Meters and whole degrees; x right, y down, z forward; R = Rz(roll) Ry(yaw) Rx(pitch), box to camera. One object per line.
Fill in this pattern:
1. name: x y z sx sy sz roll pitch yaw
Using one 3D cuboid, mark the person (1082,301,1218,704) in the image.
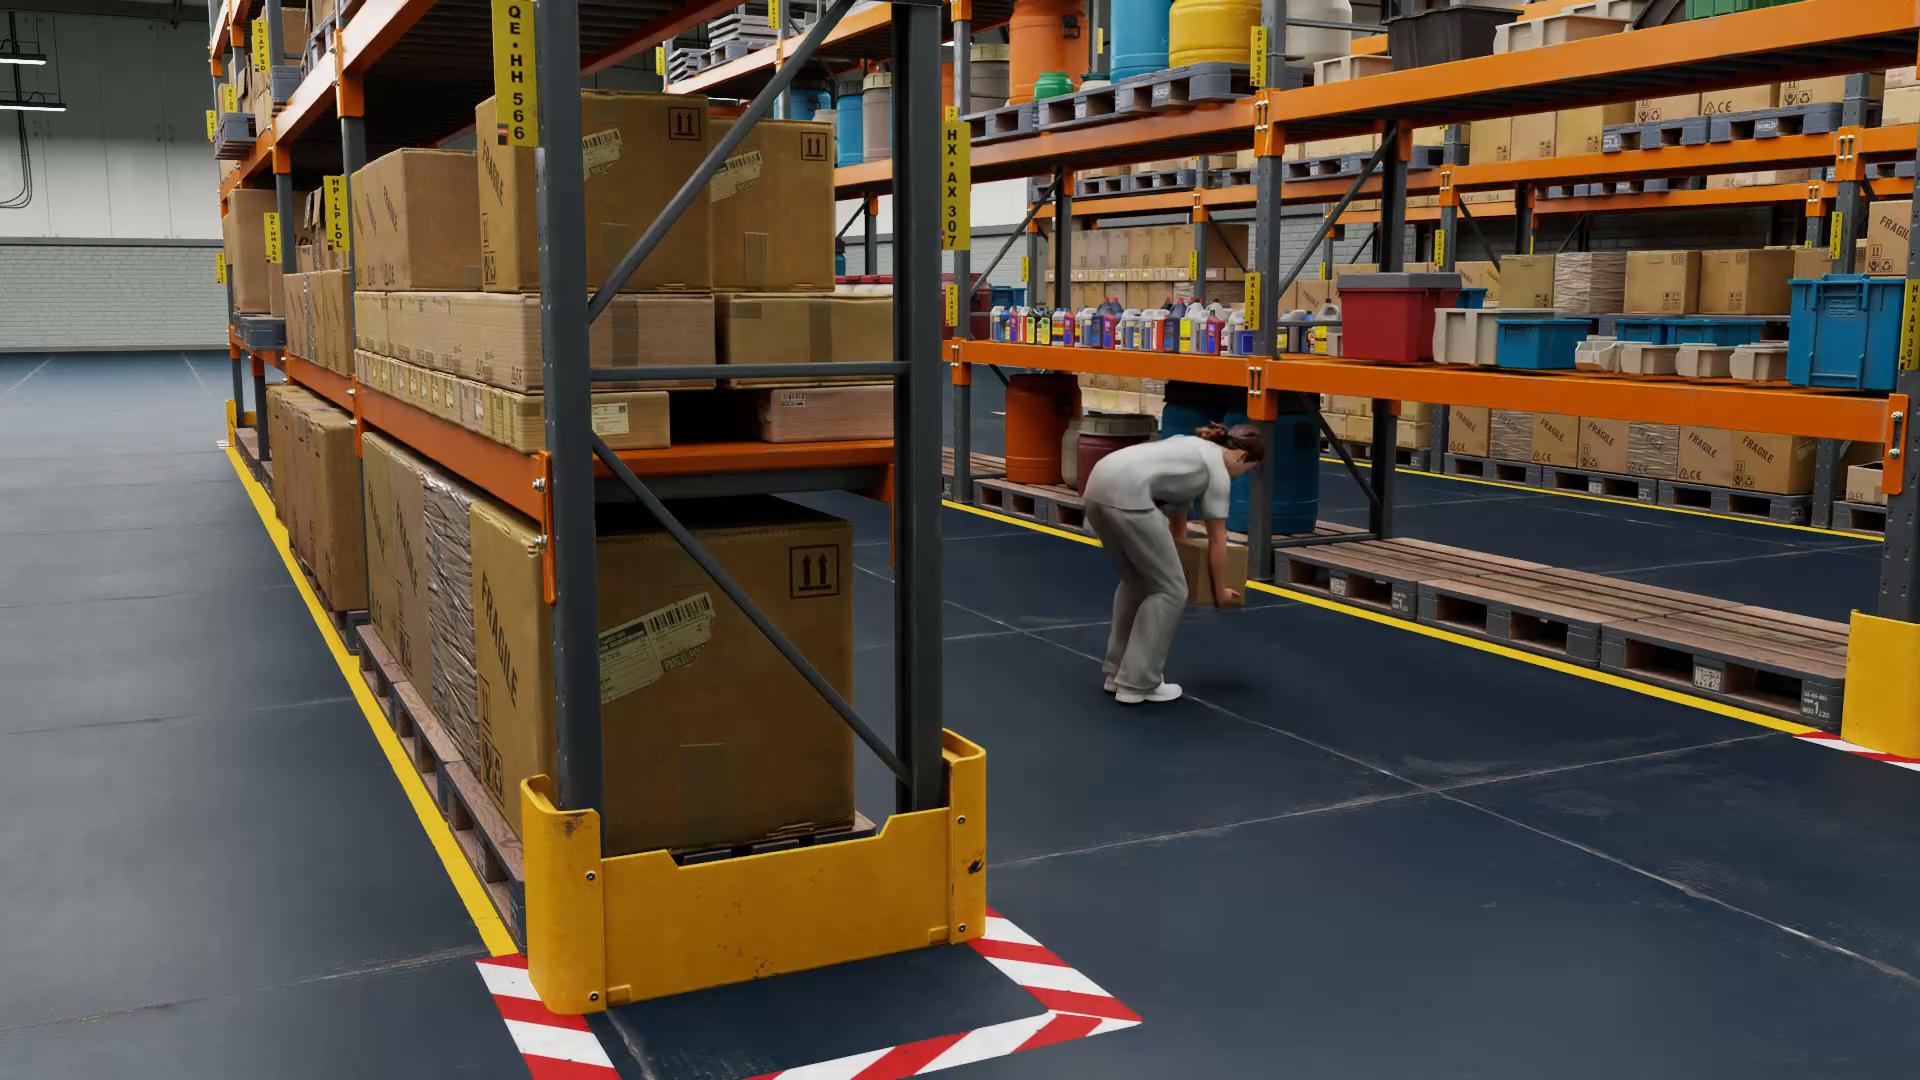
1. person: 0.769 -0.164 6.980 0.550 1.662 0.437 -4 9 -25
